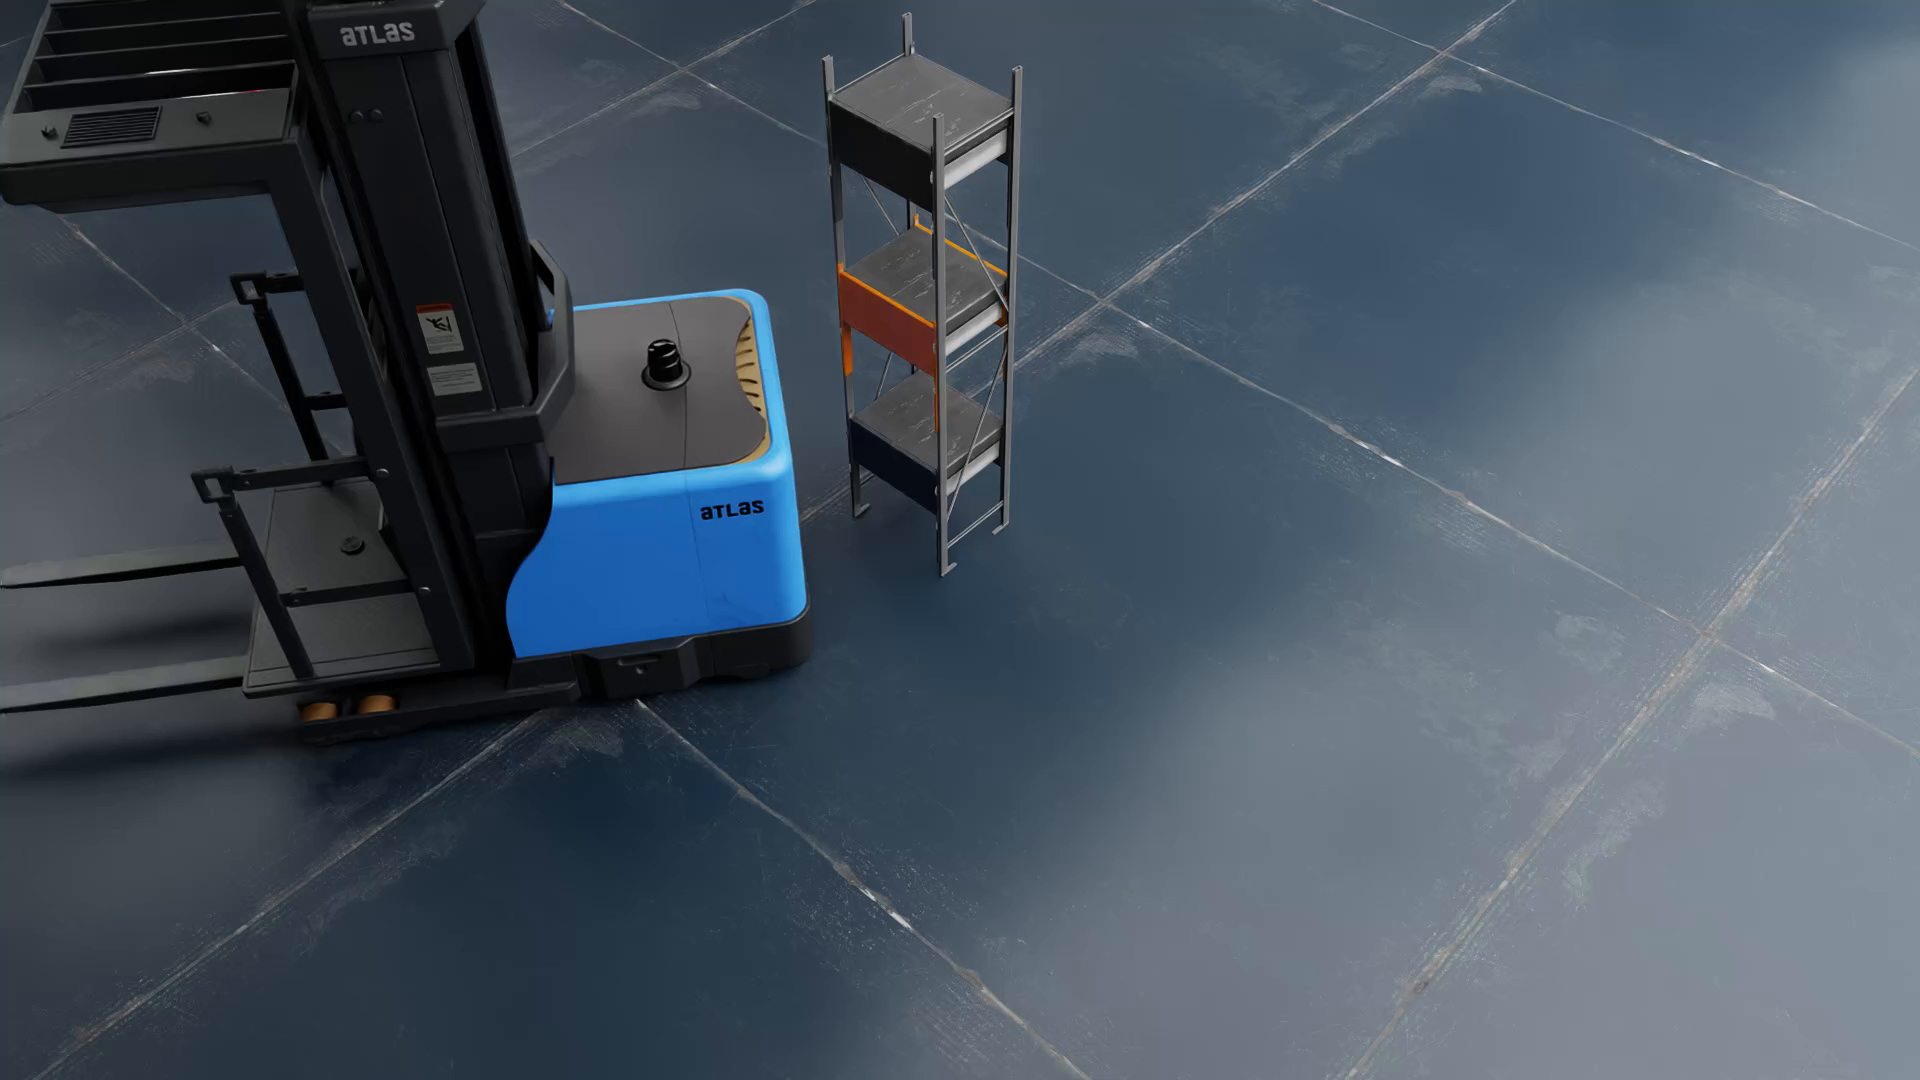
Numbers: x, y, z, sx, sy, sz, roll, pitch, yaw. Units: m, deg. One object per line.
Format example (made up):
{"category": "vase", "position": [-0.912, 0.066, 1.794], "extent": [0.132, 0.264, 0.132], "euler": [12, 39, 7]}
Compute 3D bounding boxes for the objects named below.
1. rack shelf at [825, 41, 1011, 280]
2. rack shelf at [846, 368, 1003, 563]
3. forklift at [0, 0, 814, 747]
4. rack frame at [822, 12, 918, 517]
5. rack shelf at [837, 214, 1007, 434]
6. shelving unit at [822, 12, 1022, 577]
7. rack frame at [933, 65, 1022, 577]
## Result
{"category": "rack shelf", "position": [-0.122, -1.270, 5.561], "extent": [0.480, 0.518, 0.431], "euler": [34, 55, 28]}
{"category": "rack shelf", "position": [-0.122, -0.312, 6.582], "extent": [0.480, 0.518, 0.431], "euler": [34, 55, 28]}
{"category": "forklift", "position": [-2.117, -0.677, 5.375], "extent": [3.031, 2.935, 1.130], "euler": [-7, 47, -7]}
{"category": "rack frame", "position": [-0.301, -0.921, 6.175], "extent": [0.015, 2.100, 0.400], "euler": [34, 55, 28]}
{"category": "rack shelf", "position": [-0.122, -0.791, 6.071], "extent": [0.480, 0.518, 0.431], "euler": [34, 55, 28]}
{"category": "shelving unit", "position": [-0.122, -0.801, 6.061], "extent": [0.503, 2.100, 0.431], "euler": [34, 55, 28]}
{"category": "rack frame", "position": [0.058, -0.680, 5.948], "extent": [0.015, 2.100, 0.400], "euler": [34, 55, 28]}
